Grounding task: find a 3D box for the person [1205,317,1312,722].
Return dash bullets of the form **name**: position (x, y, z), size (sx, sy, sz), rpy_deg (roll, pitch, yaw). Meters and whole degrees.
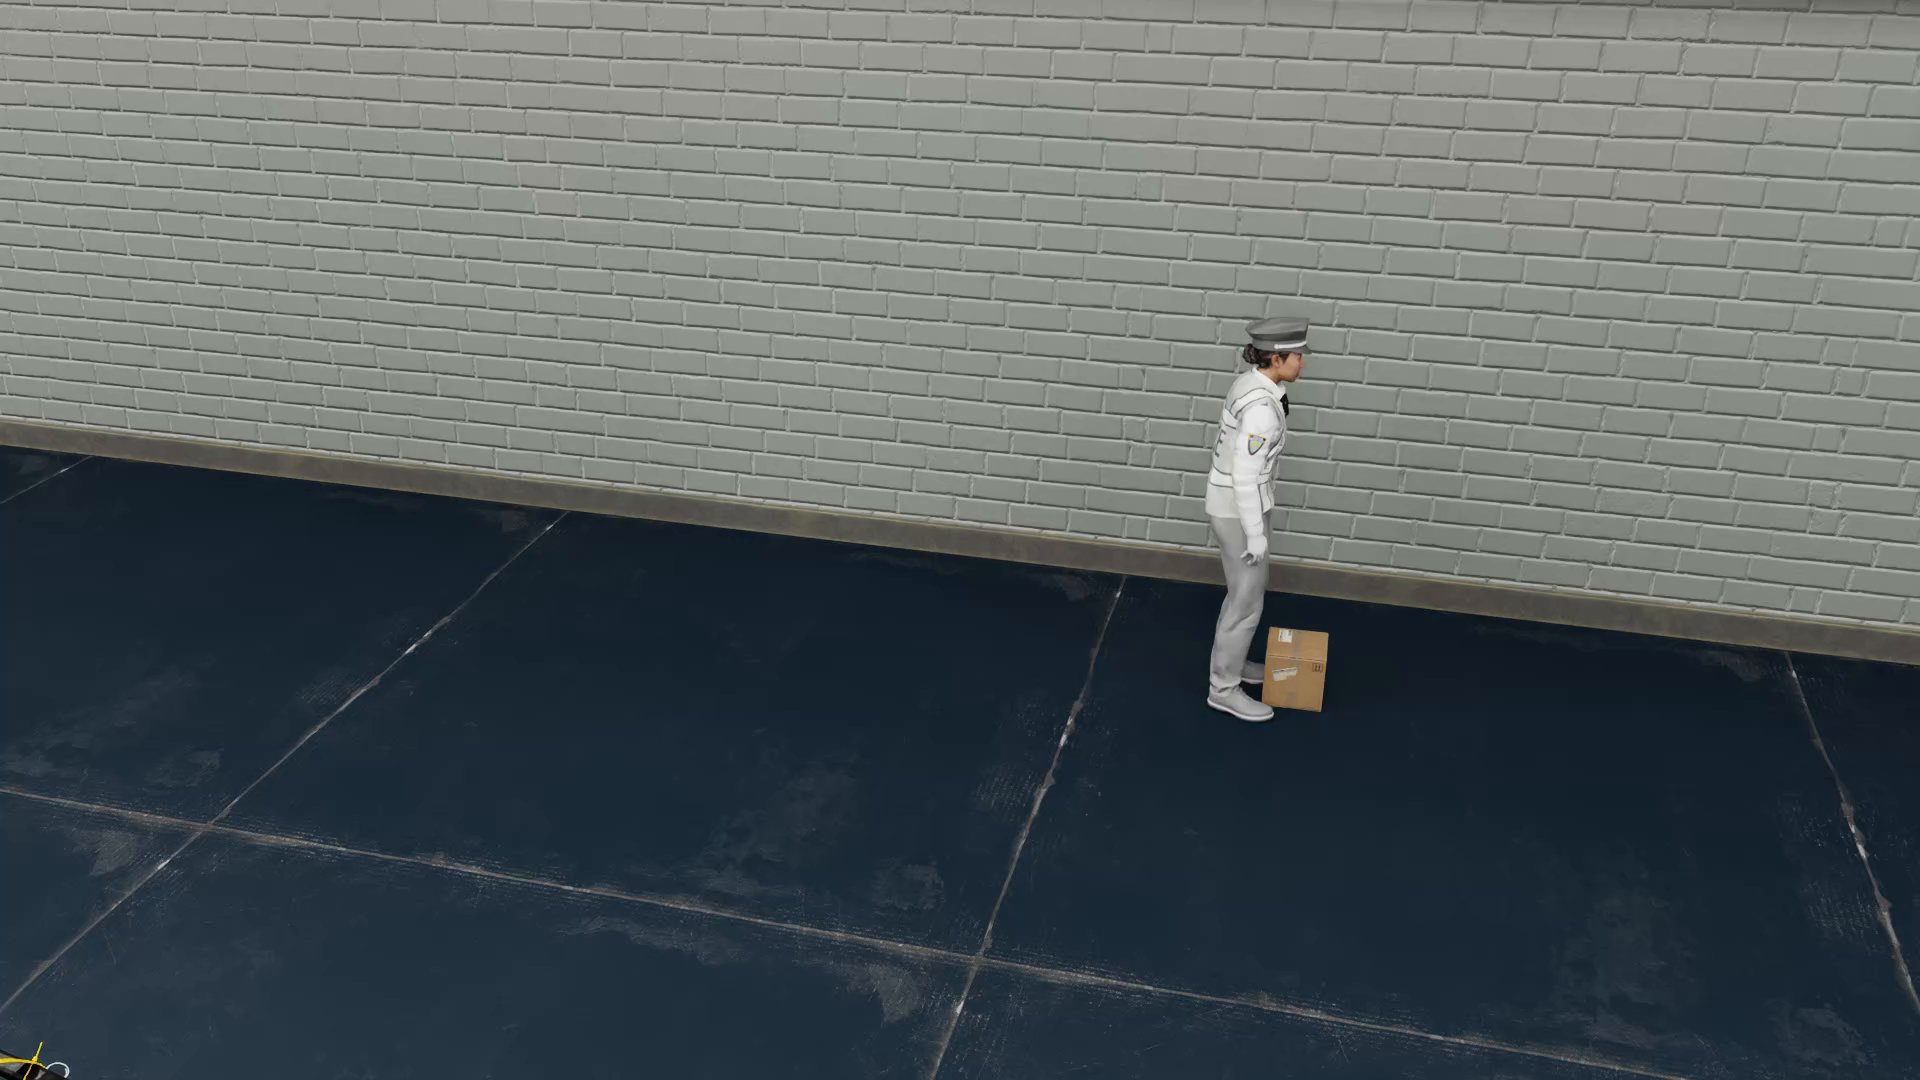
- **person**: position (1.192, -0.109, 6.833), size (0.376, 1.663, 0.547), rpy_deg (5, 26, 10)
